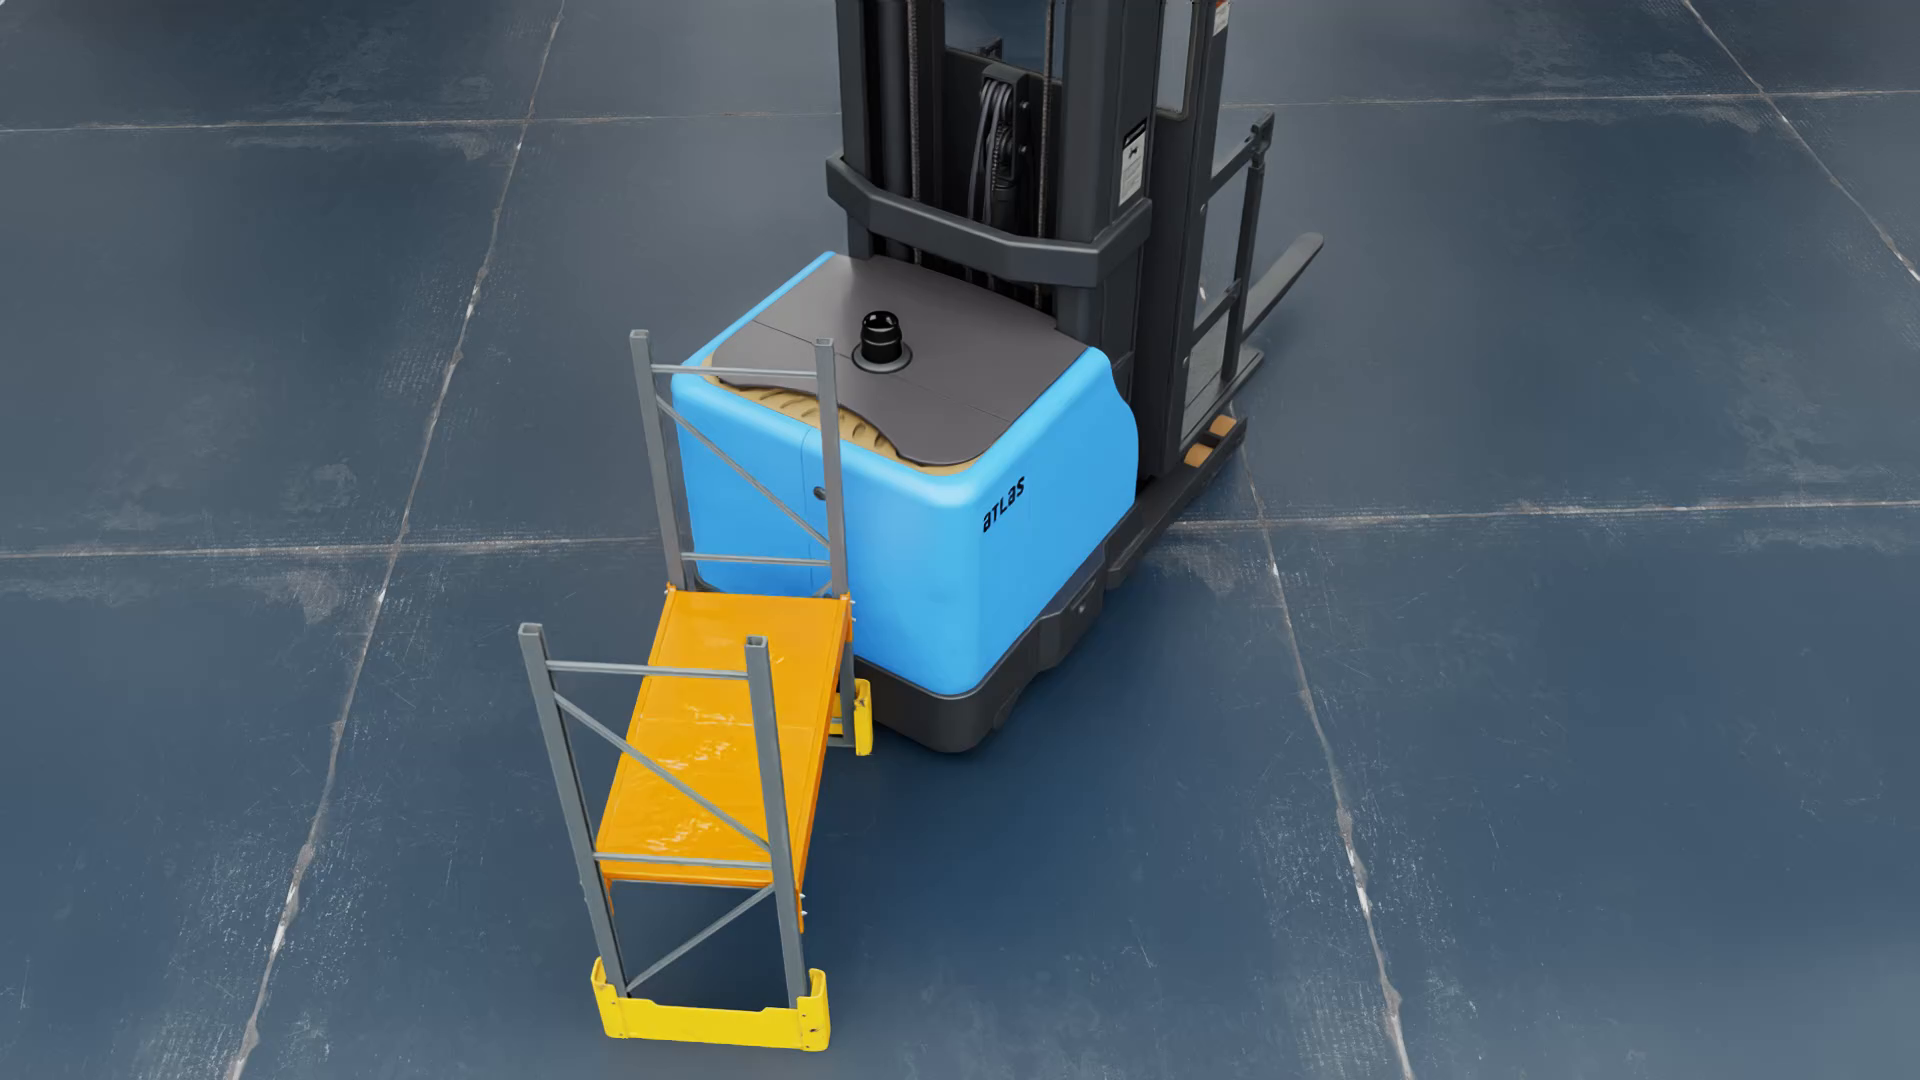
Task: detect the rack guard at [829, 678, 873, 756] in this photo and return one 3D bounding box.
[{"bbox_3d":[-0.560,0.519,4.999,0.587,0.250,0.087,3,43,3],"label":"rack guard"}]

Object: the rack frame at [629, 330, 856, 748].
[{"bbox_3d":[-0.560,0.057,4.577,0.500,1.500,0.032,3,43,3],"label":"rack frame"}]

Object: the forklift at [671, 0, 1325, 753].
[{"bbox_3d":[0.385,-1.417,5.127,1.130,2.935,3.031,24,47,24],"label":"forklift"}]

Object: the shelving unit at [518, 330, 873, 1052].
[{"bbox_3d":[-0.597,0.394,4.210,0.587,1.500,1.083,3,43,3],"label":"shelving unit"}]

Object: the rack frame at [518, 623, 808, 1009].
[{"bbox_3d":[-0.635,0.742,3.830,0.500,1.500,0.032,3,43,3],"label":"rack frame"}]

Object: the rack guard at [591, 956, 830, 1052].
[{"bbox_3d":[-0.634,1.190,4.267,0.587,0.250,0.087,3,43,3],"label":"rack guard"}]

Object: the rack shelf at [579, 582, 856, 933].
[{"bbox_3d":[-0.597,0.532,4.325,0.538,0.185,1.000,3,43,3],"label":"rack shelf"}]
